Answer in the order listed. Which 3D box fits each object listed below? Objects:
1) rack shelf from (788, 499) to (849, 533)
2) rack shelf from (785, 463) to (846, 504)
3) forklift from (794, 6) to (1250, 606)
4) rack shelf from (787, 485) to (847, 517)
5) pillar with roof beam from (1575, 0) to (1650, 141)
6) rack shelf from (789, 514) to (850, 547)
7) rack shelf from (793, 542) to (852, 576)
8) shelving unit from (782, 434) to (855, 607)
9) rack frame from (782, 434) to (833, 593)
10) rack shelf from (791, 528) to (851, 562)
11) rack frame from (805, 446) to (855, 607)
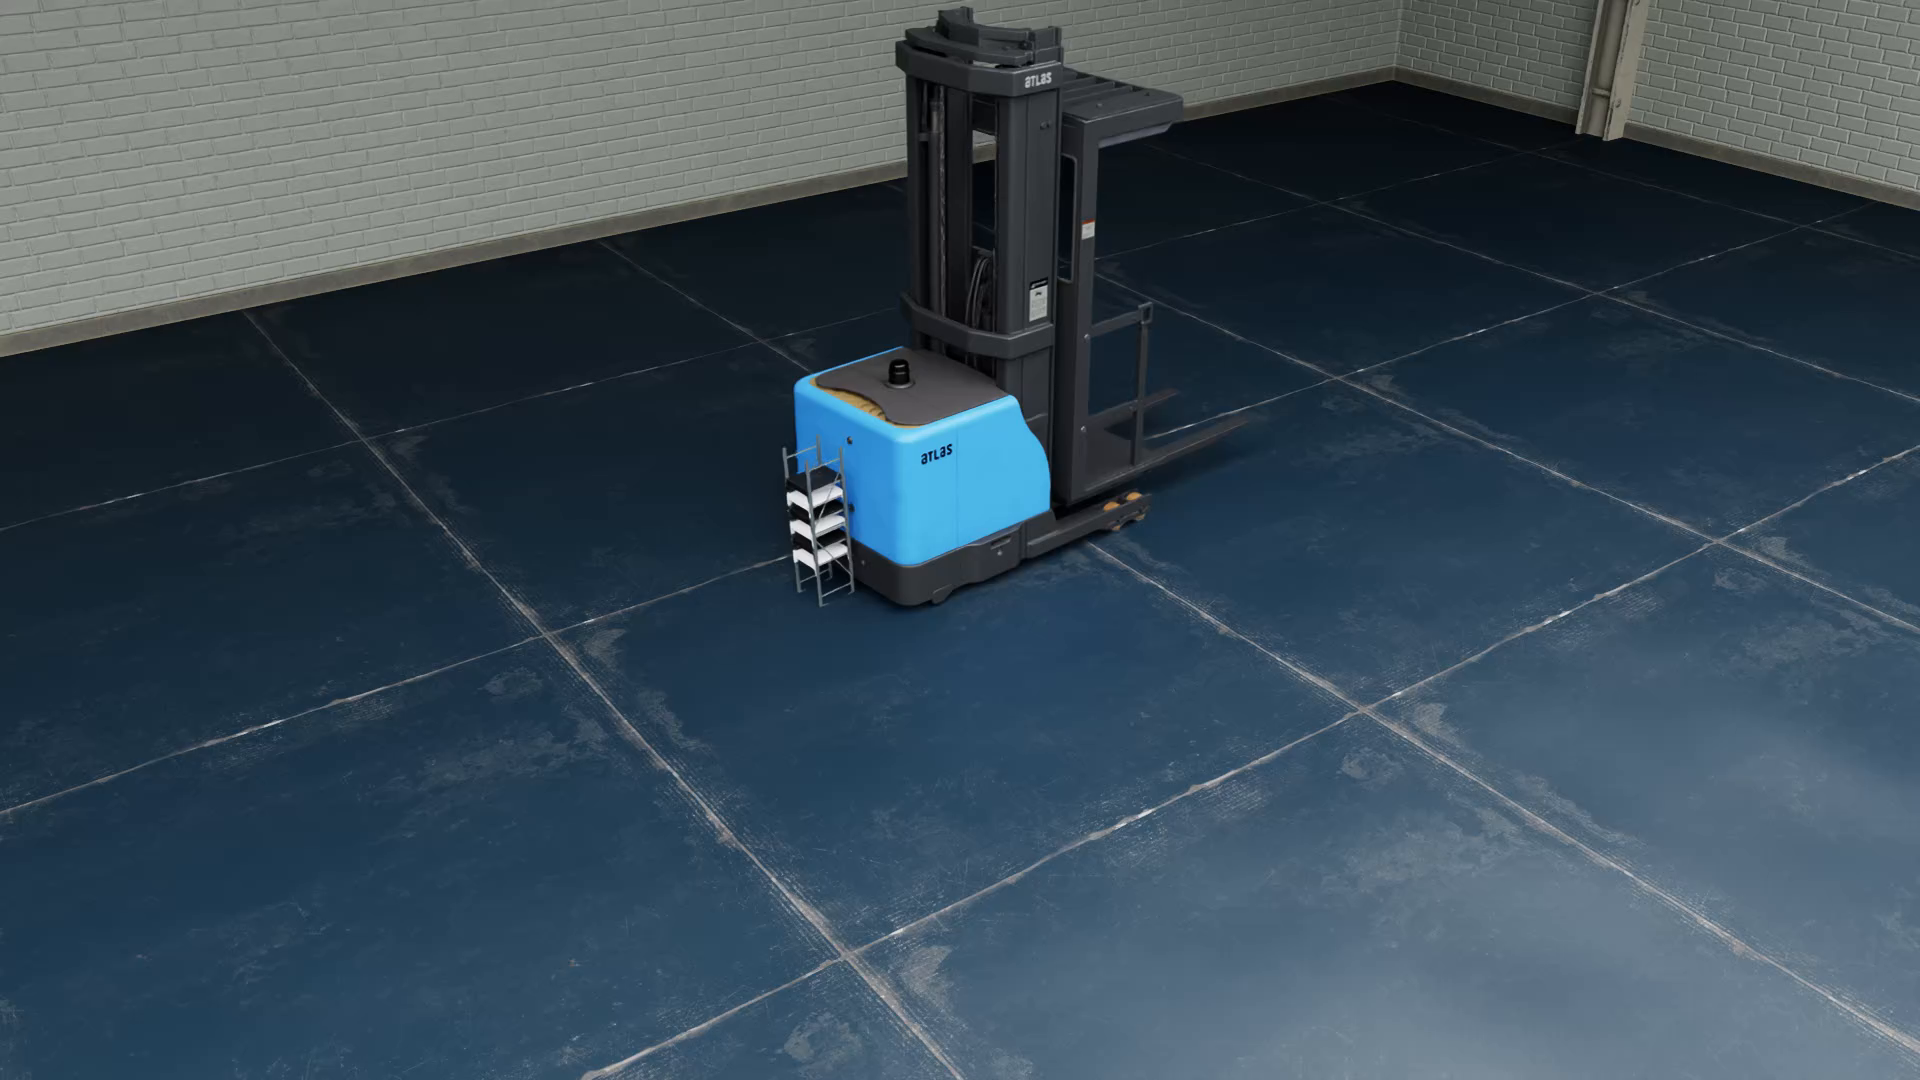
[{"bbox_3d":[-0.762,-0.149,8.947,0.258,0.077,0.200,-25,37,-33],"label":"rack shelf"},{"bbox_3d":[-0.769,-0.304,8.856,0.258,0.077,0.200,-25,37,-33],"label":"rack shelf"},{"bbox_3d":[0.512,-1.514,9.466,3.031,2.935,1.130,-23,36,-35],"label":"forklift"},{"bbox_3d":[-0.765,-0.226,8.901,0.258,0.077,0.200,-25,37,-33],"label":"rack shelf"},{"bbox_3d":[3.294,-7.073,13.345,9.100,9.000,0.400,-19,34,-31],"label":"pillar with roof beam"},{"bbox_3d":[-0.758,-0.071,8.993,0.258,0.077,0.200,-25,37,-33],"label":"rack shelf"},{"bbox_3d":[-0.750,0.084,9.084,0.258,0.077,0.200,-25,37,-33],"label":"rack shelf"},{"bbox_3d":[-0.759,-0.100,8.976,0.258,0.900,0.210,-25,37,-33],"label":"shelving unit"},{"bbox_3d":[-0.825,-0.137,9.044,0.240,0.900,0.006,-25,37,-33],"label":"rack frame"},{"bbox_3d":[-0.754,0.007,9.038,0.258,0.077,0.200,-25,37,-33],"label":"rack shelf"},{"bbox_3d":[-0.693,-0.063,8.908,0.240,0.900,0.006,-25,37,-33],"label":"rack frame"}]
